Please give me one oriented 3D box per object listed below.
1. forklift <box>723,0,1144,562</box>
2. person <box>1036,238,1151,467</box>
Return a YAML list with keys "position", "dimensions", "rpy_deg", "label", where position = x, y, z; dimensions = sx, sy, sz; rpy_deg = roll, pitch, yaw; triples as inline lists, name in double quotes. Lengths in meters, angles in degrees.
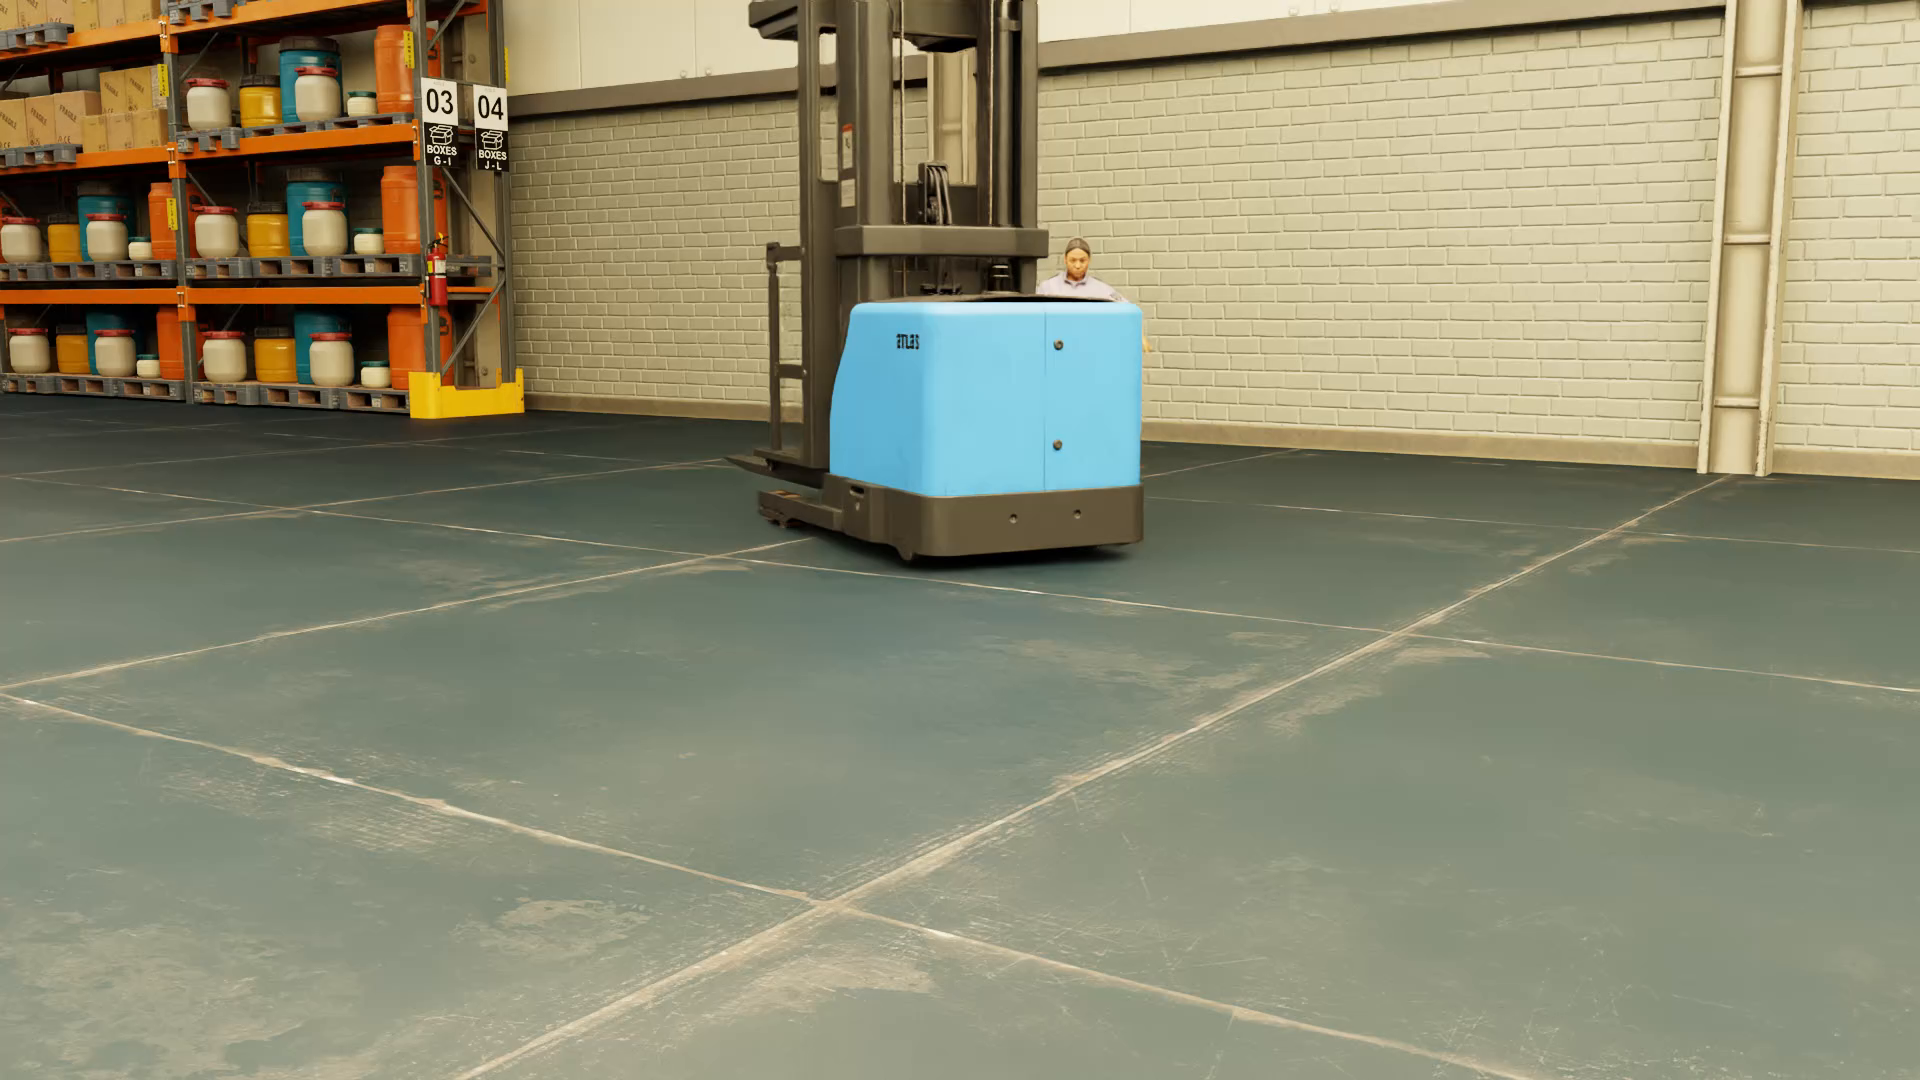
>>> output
- position: [-0.339, -1.532, 7.964]
  dimensions: [1.130, 2.935, 3.031]
  rpy_deg: [-4, 9, -27]
  label: "forklift"
- position: [0.754, -1.169, 10.706]
  dimensions: [0.939, 1.525, 0.818]
  rpy_deg: [1, 8, 6]
  label: "person"
